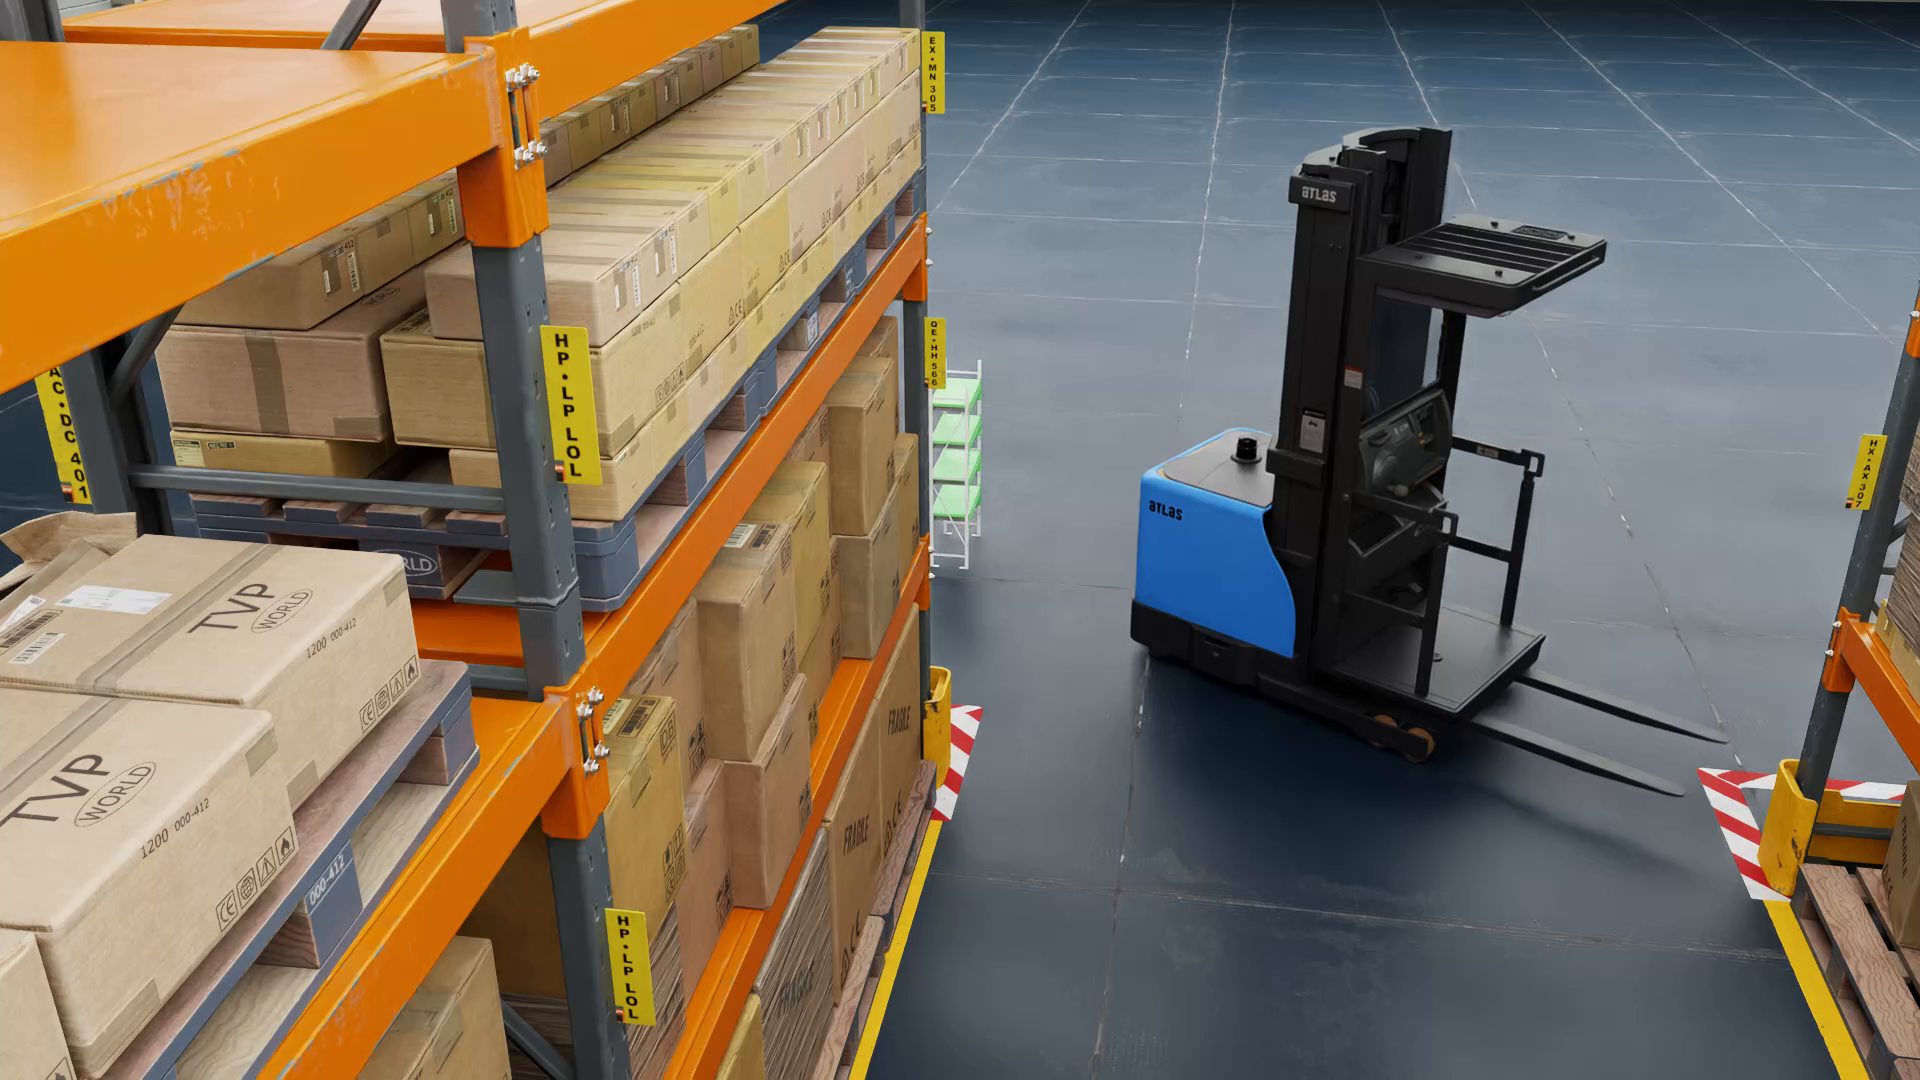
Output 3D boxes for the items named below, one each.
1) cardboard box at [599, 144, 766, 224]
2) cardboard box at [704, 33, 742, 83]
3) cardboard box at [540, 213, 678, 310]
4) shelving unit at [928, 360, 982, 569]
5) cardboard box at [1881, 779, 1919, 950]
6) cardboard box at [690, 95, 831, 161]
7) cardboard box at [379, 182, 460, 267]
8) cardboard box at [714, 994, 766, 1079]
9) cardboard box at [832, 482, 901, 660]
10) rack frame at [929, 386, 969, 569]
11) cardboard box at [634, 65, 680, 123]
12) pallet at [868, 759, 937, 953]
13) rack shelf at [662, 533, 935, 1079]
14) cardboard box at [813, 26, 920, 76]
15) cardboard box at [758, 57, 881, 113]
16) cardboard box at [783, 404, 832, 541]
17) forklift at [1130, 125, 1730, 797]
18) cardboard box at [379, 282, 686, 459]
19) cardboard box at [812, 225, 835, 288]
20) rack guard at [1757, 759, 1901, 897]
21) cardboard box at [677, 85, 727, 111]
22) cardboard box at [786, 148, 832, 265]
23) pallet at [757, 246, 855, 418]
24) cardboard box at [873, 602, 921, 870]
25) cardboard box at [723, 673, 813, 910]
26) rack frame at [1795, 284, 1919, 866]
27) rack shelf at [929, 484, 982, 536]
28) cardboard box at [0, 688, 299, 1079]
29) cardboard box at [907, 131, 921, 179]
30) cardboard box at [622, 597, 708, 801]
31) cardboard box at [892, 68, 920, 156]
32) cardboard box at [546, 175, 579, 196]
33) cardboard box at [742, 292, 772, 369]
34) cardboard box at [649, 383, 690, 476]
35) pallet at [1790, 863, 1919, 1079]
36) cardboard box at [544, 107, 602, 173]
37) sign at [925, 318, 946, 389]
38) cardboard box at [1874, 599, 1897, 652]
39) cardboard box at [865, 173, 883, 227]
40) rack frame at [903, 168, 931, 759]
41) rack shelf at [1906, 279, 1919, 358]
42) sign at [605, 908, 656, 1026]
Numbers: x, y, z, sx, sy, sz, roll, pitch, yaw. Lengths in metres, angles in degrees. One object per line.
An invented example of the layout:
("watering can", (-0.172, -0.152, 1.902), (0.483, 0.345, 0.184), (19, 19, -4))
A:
("cardboard box", (-0.740, -0.955, 4.457), (0.380, 0.149, 0.250), (4, 25, 9))
("cardboard box", (-1.056, -1.851, 6.370), (0.380, 0.149, 0.250), (4, 25, 9))
("cardboard box", (-0.864, -0.636, 3.774), (0.380, 0.149, 0.250), (4, 25, 8))
("shelving unit", (-0.027, -0.474, 10.348), (0.258, 1.200, 0.503), (4, 25, 9))
("cardboard box", (4.113, 1.356, 6.767), (0.500, 0.500, 0.500), (9, 27, 18))
("cardboard box", (-0.615, -1.271, 5.130), (0.380, 0.149, 0.250), (4, 25, 9))
("cardboard box", (-1.471, -0.786, 4.094), (0.380, 0.149, 0.250), (4, 25, 8))
("cardboard box", (-1.127, 1.955, 5.045), (0.875, 0.875, 0.875), (4, 25, 9))
("cardboard box", (-0.730, 0.090, 6.842), (0.875, 0.550, 0.550), (4, 25, 9))
("rack frame", (-0.067, -0.372, 10.130), (0.240, 1.200, 0.015), (4, 25, 9))
("cardboard box", (-1.181, -1.530, 5.685), (0.380, 0.149, 0.250), (4, 25, 8))
("pallet", (-0.699, 1.371, 7.572), (1.003, 0.211, 1.213), (4, 25, 9))
("rack shelf", (-0.972, 0.931, 6.072), (1.077, 0.370, 4.000), (4, 25, 9))
("cardboard box", (-0.366, -1.909, 6.493), (0.380, 0.149, 0.250), (4, 25, 9))
("cardboard box", (-0.491, -1.589, 5.810), (0.380, 0.149, 0.250), (4, 25, 9))
("cardboard box", (-0.969, -0.175, 6.134), (0.875, 0.550, 0.550), (4, 25, 9))
("forklift", (2.410, -0.464, 8.284), (3.031, 2.935, 1.130), (20, 32, 36))
("cardboard box", (-0.943, -0.404, 3.750), (0.500, 0.250, 0.500), (4, 25, 9))
("cardboard box", (-0.615, -0.911, 5.304), (0.380, 0.149, 0.250), (4, 25, 9))
("rack guard", (4.219, 1.318, 7.344), (1.175, 0.500, 0.348), (4, 25, 9))
("cardboard box", (-1.059, -1.496, 6.082), (0.500, 0.250, 0.500), (4, 25, 8))
("cardboard box", (-0.698, -1.038, 5.105), (0.500, 0.250, 0.500), (4, 25, 9))
("pallet", (-0.953, -0.727, 5.332), (1.003, 0.211, 1.213), (4, 25, 9))
("cardboard box", (-0.691, 0.829, 7.452), (0.875, 0.875, 0.875), (4, 25, 9))
("cardboard box", (-0.979, 0.769, 5.392), (0.875, 0.550, 0.550), (4, 25, 9))
("rack frame", (4.231, 0.154, 6.882), (1.000, 3.000, 0.127), (4, 25, 9))
("rack shelf", (-0.027, -0.199, 10.477), (0.258, 0.148, 0.480), (4, 25, 9))
("cardboard box", (-1.284, 0.447, 2.282), (0.500, 0.250, 0.500), (4, 25, 8))
("cardboard box", (-0.365, -1.549, 6.666), (0.380, 0.149, 0.250), (4, 25, 8))
("cardboard box", (-1.230, 0.494, 4.705), (0.875, 0.550, 0.550), (4, 25, 9))
("cardboard box", (-0.450, -1.668, 6.450), (0.500, 0.250, 0.500), (4, 25, 9))
("cardboard box", (-1.305, -0.864, 4.731), (0.500, 0.250, 0.500), (4, 25, 8))
("cardboard box", (-0.740, -0.593, 4.624), (0.380, 0.149, 0.250), (4, 25, 8))
("cardboard box", (-0.864, -0.276, 3.946), (0.380, 0.149, 0.250), (4, 25, 9))
("pallet", (4.051, 1.786, 6.685), (1.003, 0.211, 1.213), (4, 25, 9))
("cardboard box", (-1.306, -1.210, 5.001), (0.380, 0.149, 0.250), (4, 25, 9))
("sign", (-0.112, -0.820, 7.318), (0.100, 0.325, 0.005), (4, 25, 9))
("cardboard box", (3.950, 0.371, 6.716), (0.380, 0.149, 0.250), (4, 25, 9))
("cardboard box", (-0.490, -1.231, 5.986), (0.380, 0.149, 0.250), (4, 25, 9))
("rack frame", (-0.645, -0.232, 7.706), (1.000, 3.000, 0.127), (4, 25, 9))
("rack shelf", (3.905, -0.042, 4.611), (1.077, 0.370, 4.000), (4, 25, 9))
("sign", (-0.762, 0.986, 3.832), (0.100, 0.325, 0.005), (4, 25, 9))
